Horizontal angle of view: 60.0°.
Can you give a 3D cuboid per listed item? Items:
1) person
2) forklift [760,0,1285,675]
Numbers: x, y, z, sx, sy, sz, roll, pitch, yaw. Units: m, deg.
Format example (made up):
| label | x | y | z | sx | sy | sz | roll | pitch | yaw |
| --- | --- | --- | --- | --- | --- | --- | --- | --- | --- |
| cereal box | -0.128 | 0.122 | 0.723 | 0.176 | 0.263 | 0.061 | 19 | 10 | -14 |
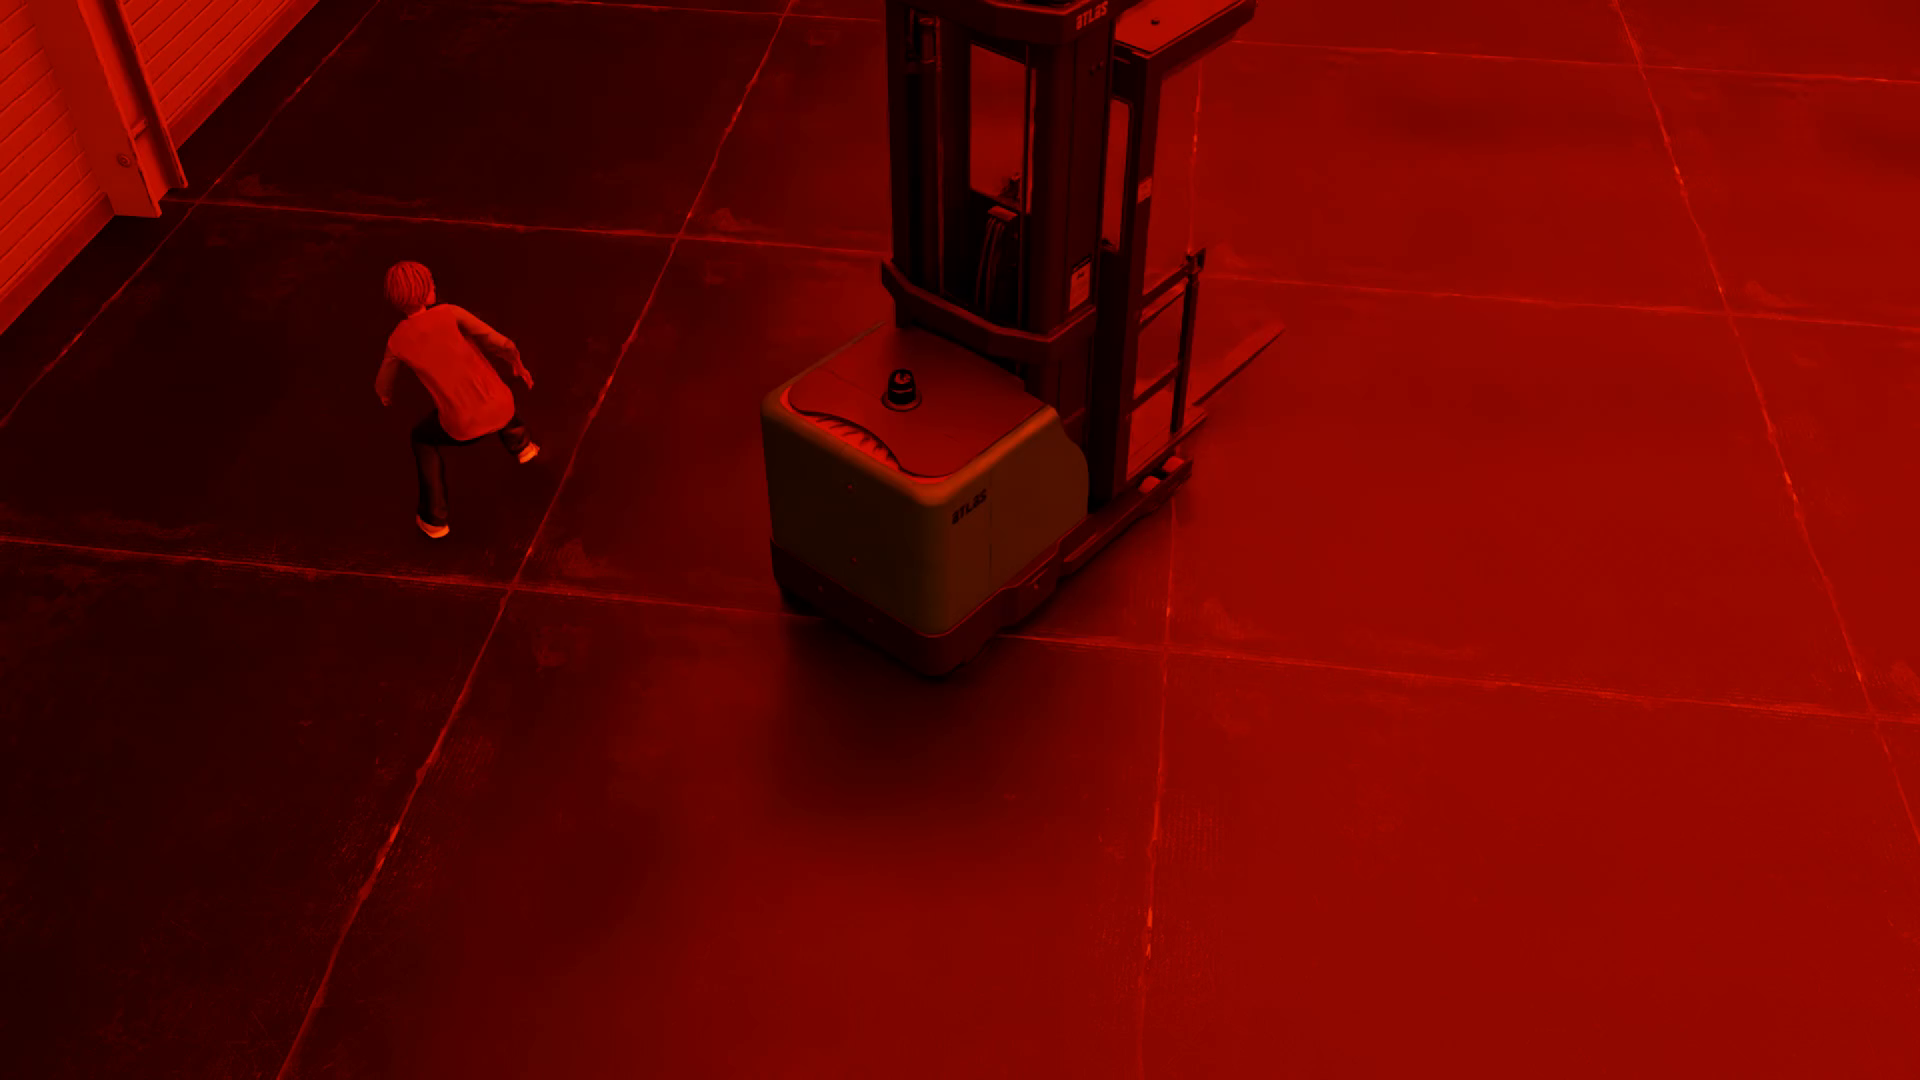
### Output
| label | x | y | z | sx | sy | sz | roll | pitch | yaw |
| --- | --- | --- | --- | --- | --- | --- | --- | --- | --- |
| person | -2.322 | -0.680 | 7.663 | 0.676 | 1.376 | 0.601 | -20 | 46 | -21 |
| forklift | 0.485 | -1.422 | 7.273 | 1.130 | 2.935 | 3.031 | 30 | 50 | 29 |
